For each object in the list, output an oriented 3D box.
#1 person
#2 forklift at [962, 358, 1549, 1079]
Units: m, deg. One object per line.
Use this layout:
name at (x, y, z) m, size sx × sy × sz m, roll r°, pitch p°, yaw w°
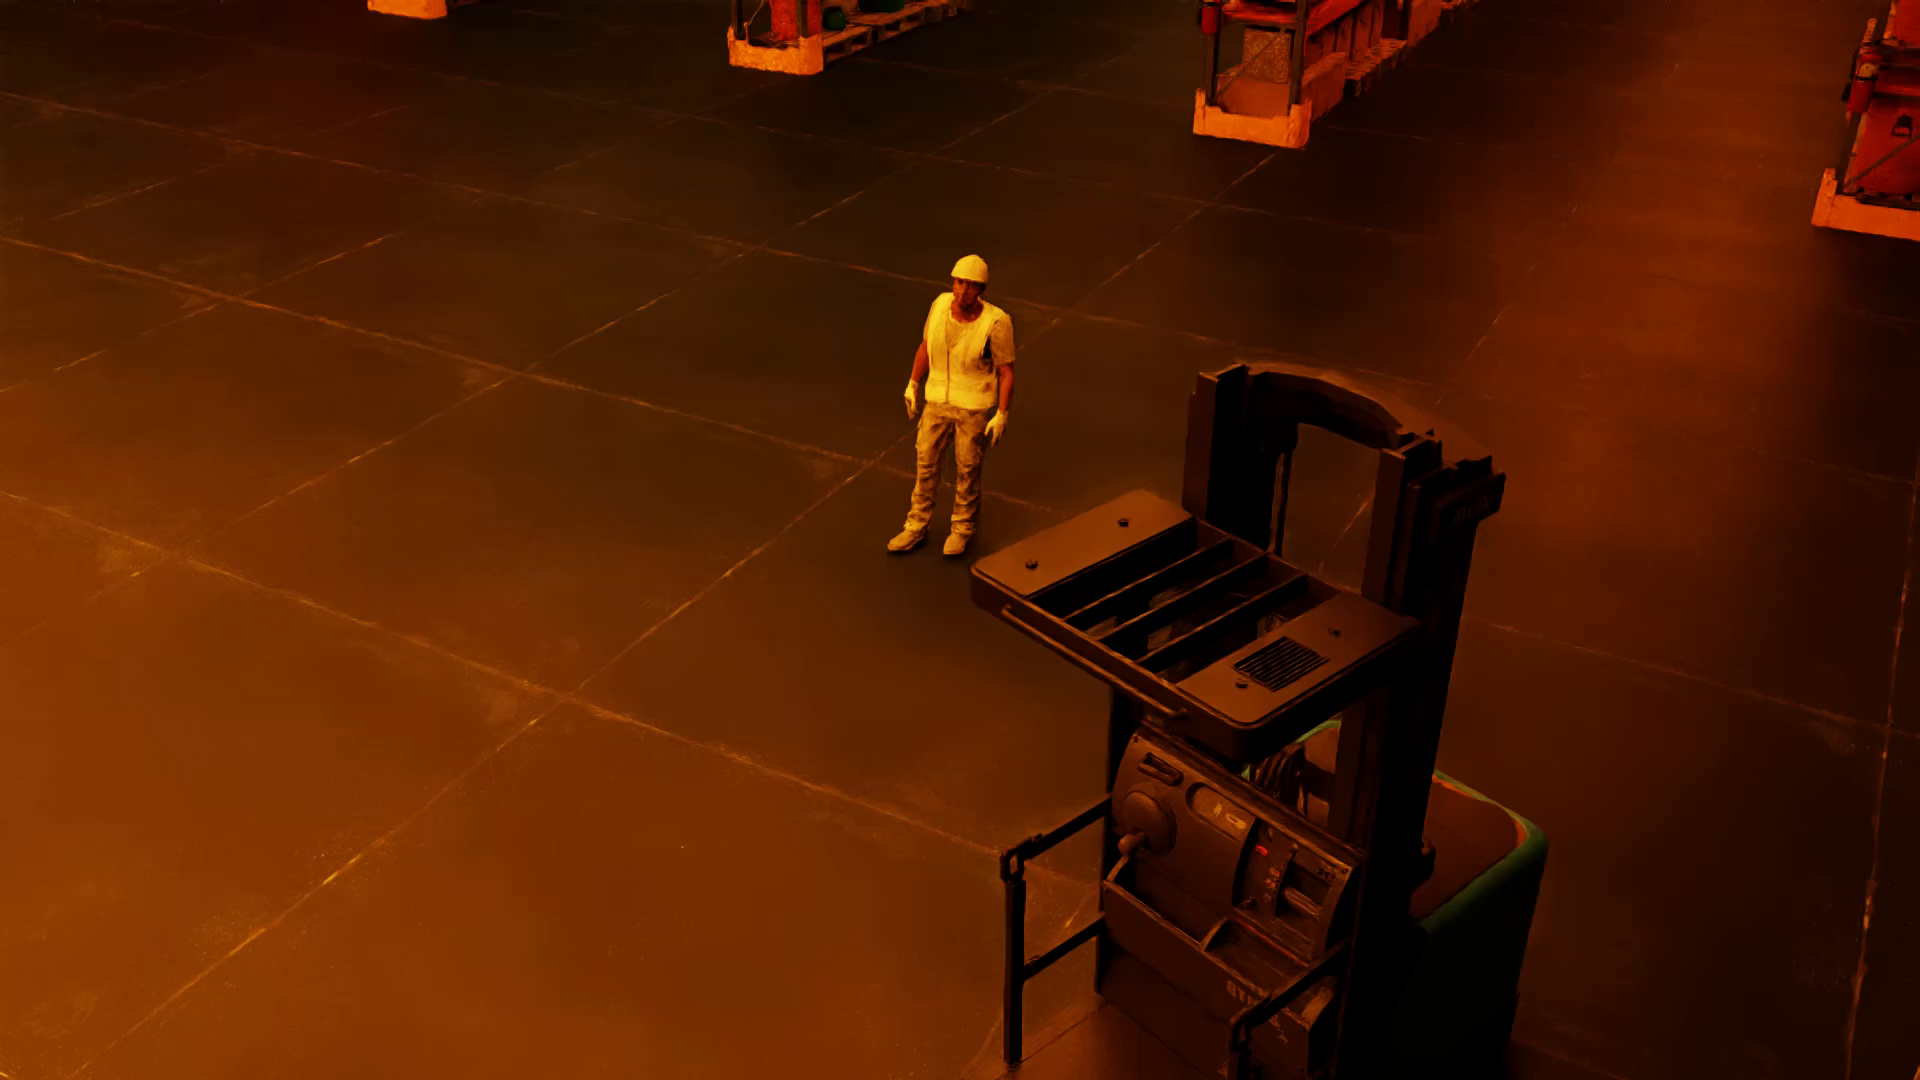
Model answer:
person at (-0.042, -0.749, 9.502) m, size 0.655 × 1.782 × 0.576 m, roll 15°, pitch 33°, yaw 25°
forklift at (0.712, 1.019, 5.306) m, size 3.031 × 2.935 × 1.130 m, roll -24°, pitch 37°, yaw -35°
